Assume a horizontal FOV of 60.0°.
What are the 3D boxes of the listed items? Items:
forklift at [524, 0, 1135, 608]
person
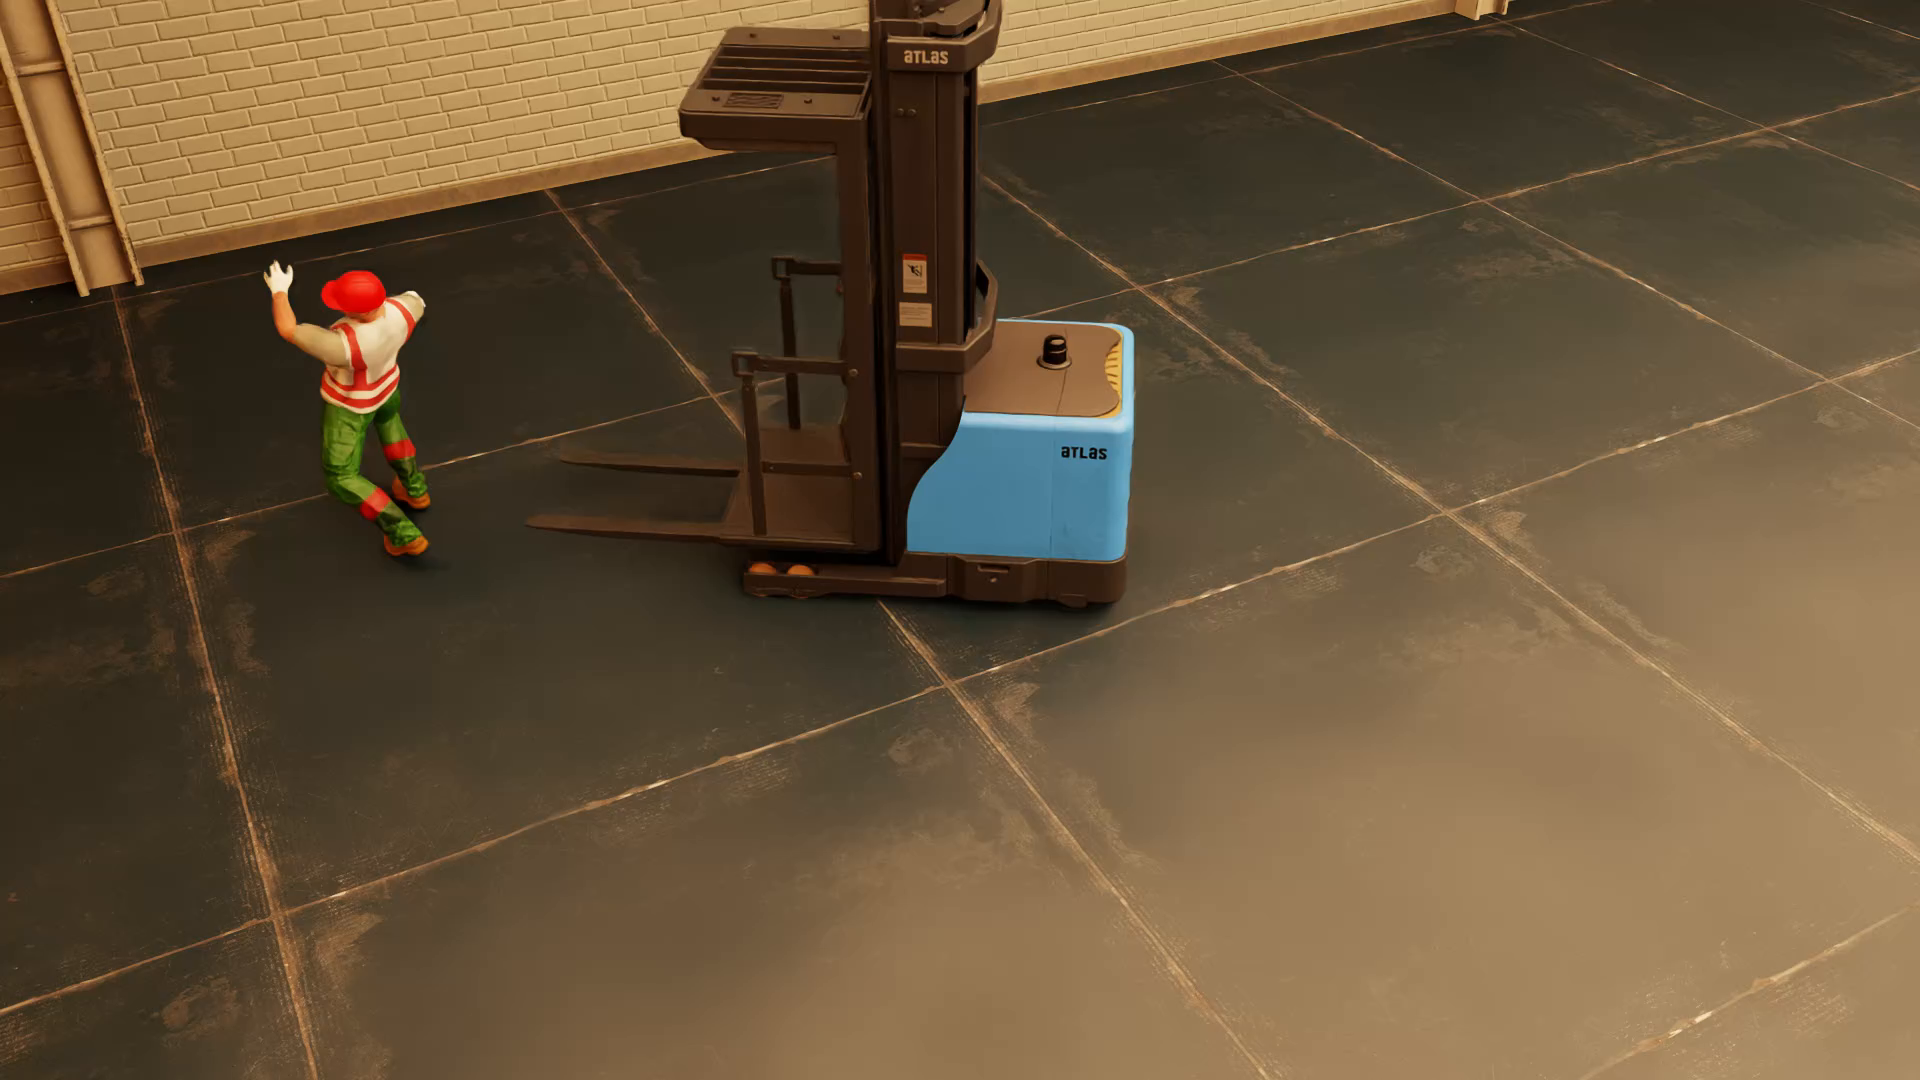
[{"bbox_3d":[-0.662,-1.206,7.829,3.031,2.935,1.130,3,35,4],"label":"forklift"},{"bbox_3d":[-2.954,-0.811,8.427,0.808,1.557,0.997,10,36,13],"label":"person"}]
